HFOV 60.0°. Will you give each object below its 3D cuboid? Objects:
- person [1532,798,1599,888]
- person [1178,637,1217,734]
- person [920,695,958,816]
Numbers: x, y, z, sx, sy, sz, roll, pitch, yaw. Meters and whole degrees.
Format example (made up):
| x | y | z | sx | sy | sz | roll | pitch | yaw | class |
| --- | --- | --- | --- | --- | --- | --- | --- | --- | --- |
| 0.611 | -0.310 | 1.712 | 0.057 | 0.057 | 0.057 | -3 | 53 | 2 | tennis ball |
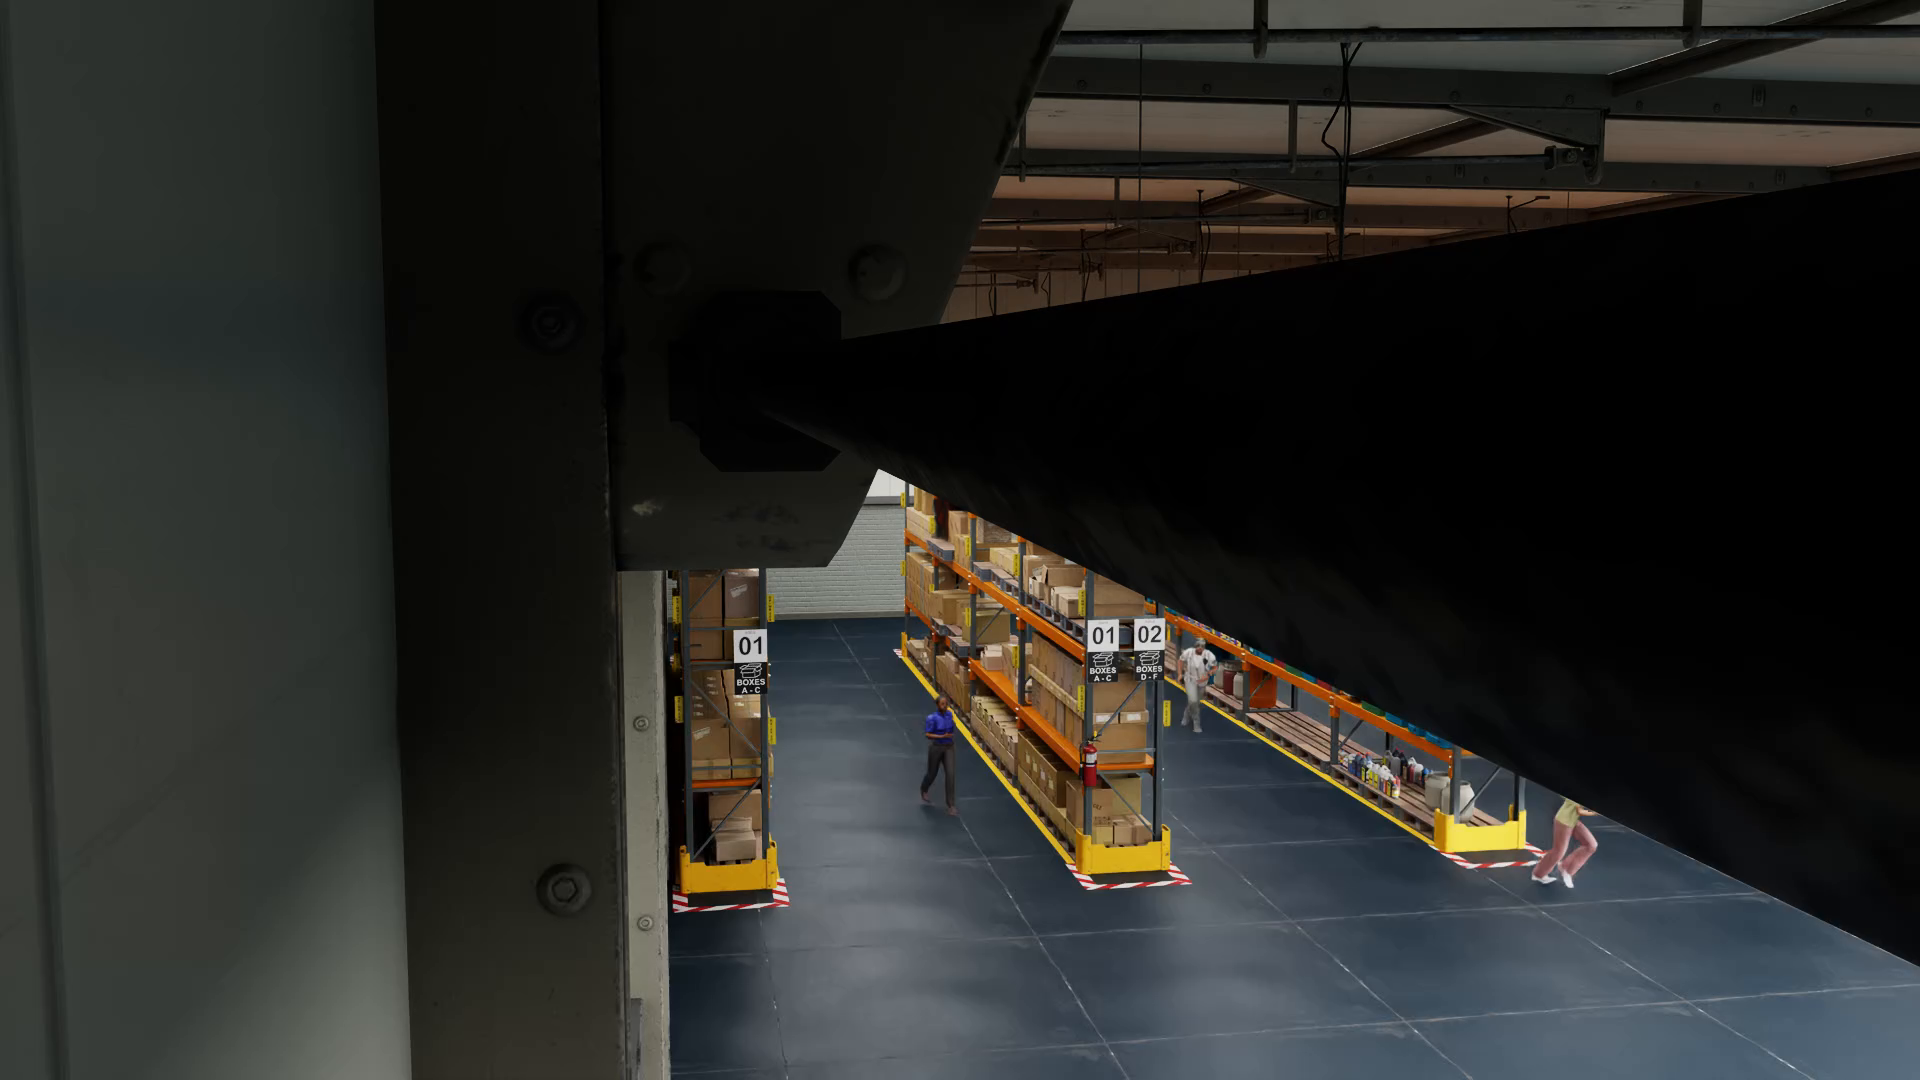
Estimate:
| x | y | z | sx | sy | sz | roll | pitch | yaw | class |
| --- | --- | --- | --- | --- | --- | --- | --- | --- | --- |
| 7.444 | 3.471 | 20.228 | 0.887 | 1.544 | 0.605 | 3 | 7 | 29 | person |
| 4.137 | 2.499 | 29.138 | 0.680 | 1.721 | 0.824 | 0 | 6 | -1 | person |
| -0.288 | 3.023 | 23.741 | 0.566 | 1.663 | 0.929 | -3 | 7 | -28 | person |
